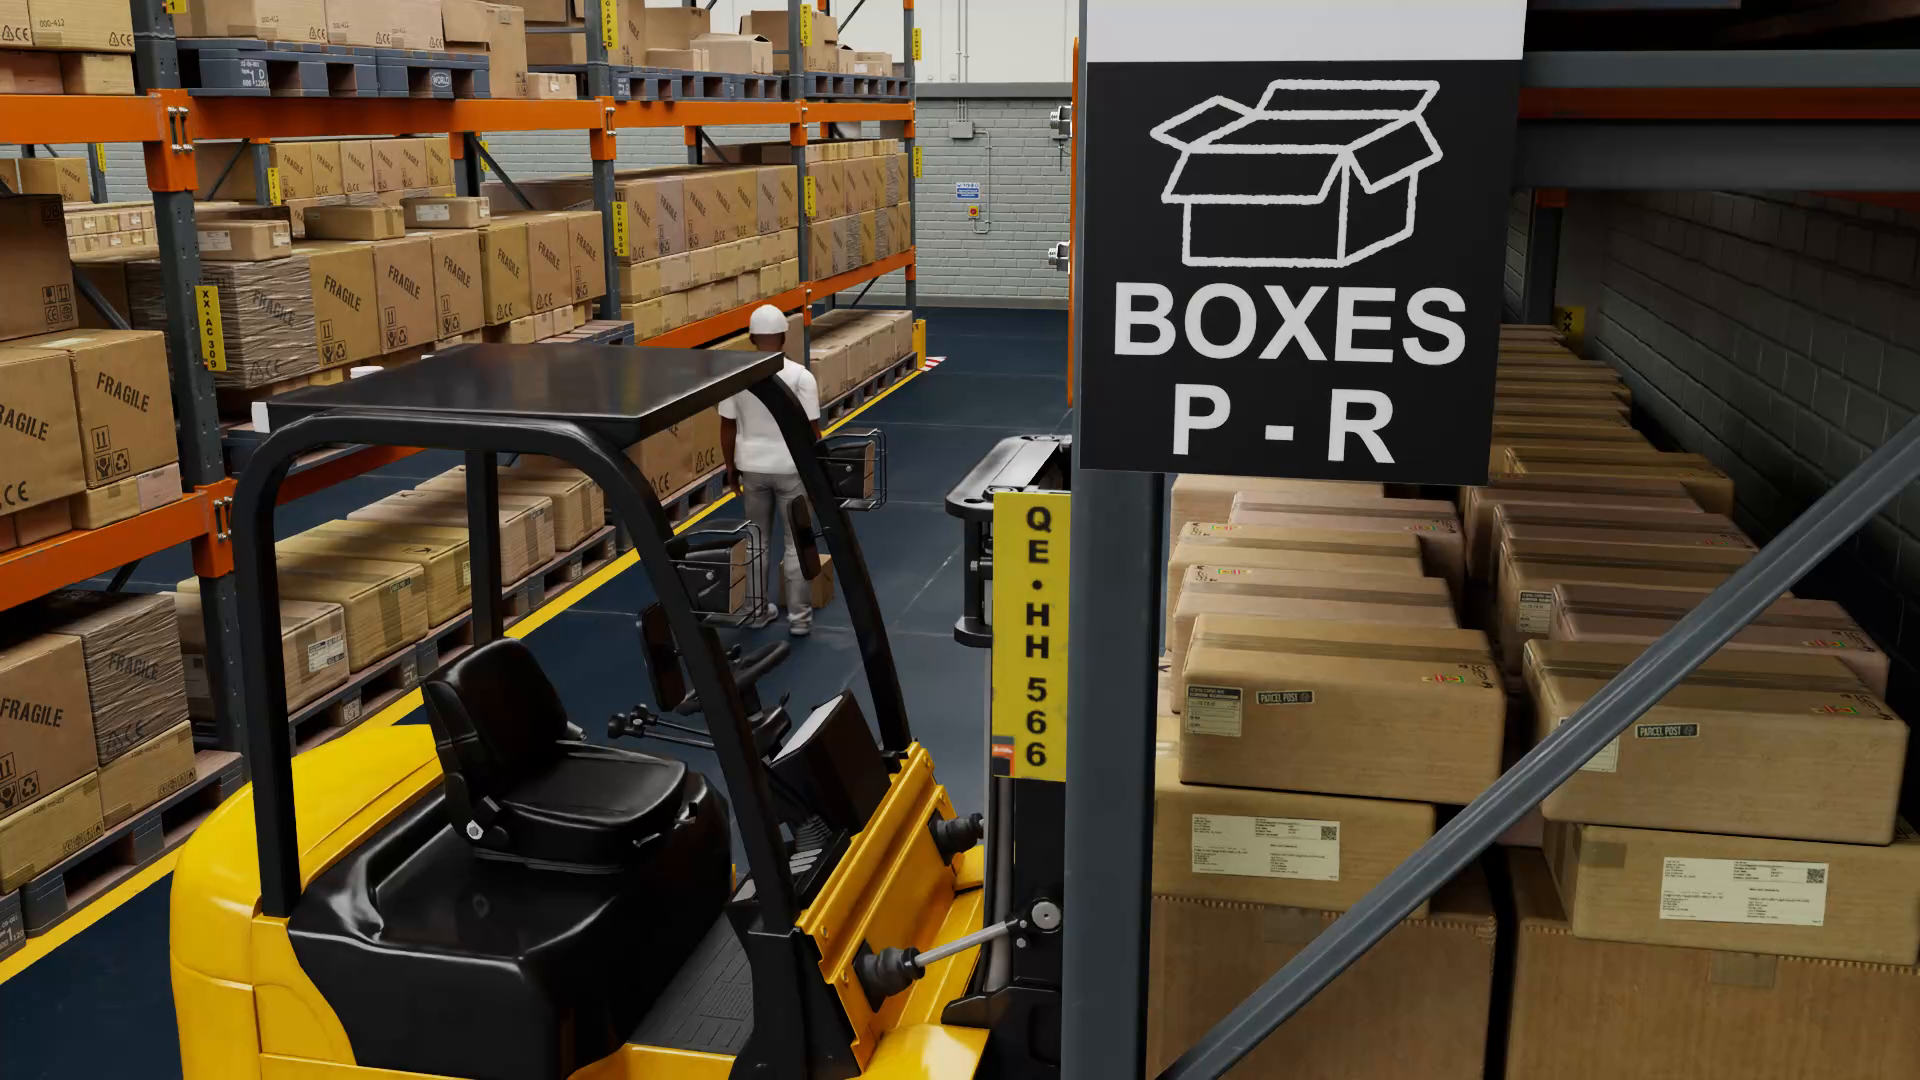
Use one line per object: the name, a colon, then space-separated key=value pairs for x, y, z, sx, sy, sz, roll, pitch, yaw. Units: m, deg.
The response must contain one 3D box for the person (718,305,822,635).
person: x=-0.999 y=-0.373 z=8.947 sx=0.565 sy=1.782 sz=0.387 roll=3 pitch=15 yaw=13
